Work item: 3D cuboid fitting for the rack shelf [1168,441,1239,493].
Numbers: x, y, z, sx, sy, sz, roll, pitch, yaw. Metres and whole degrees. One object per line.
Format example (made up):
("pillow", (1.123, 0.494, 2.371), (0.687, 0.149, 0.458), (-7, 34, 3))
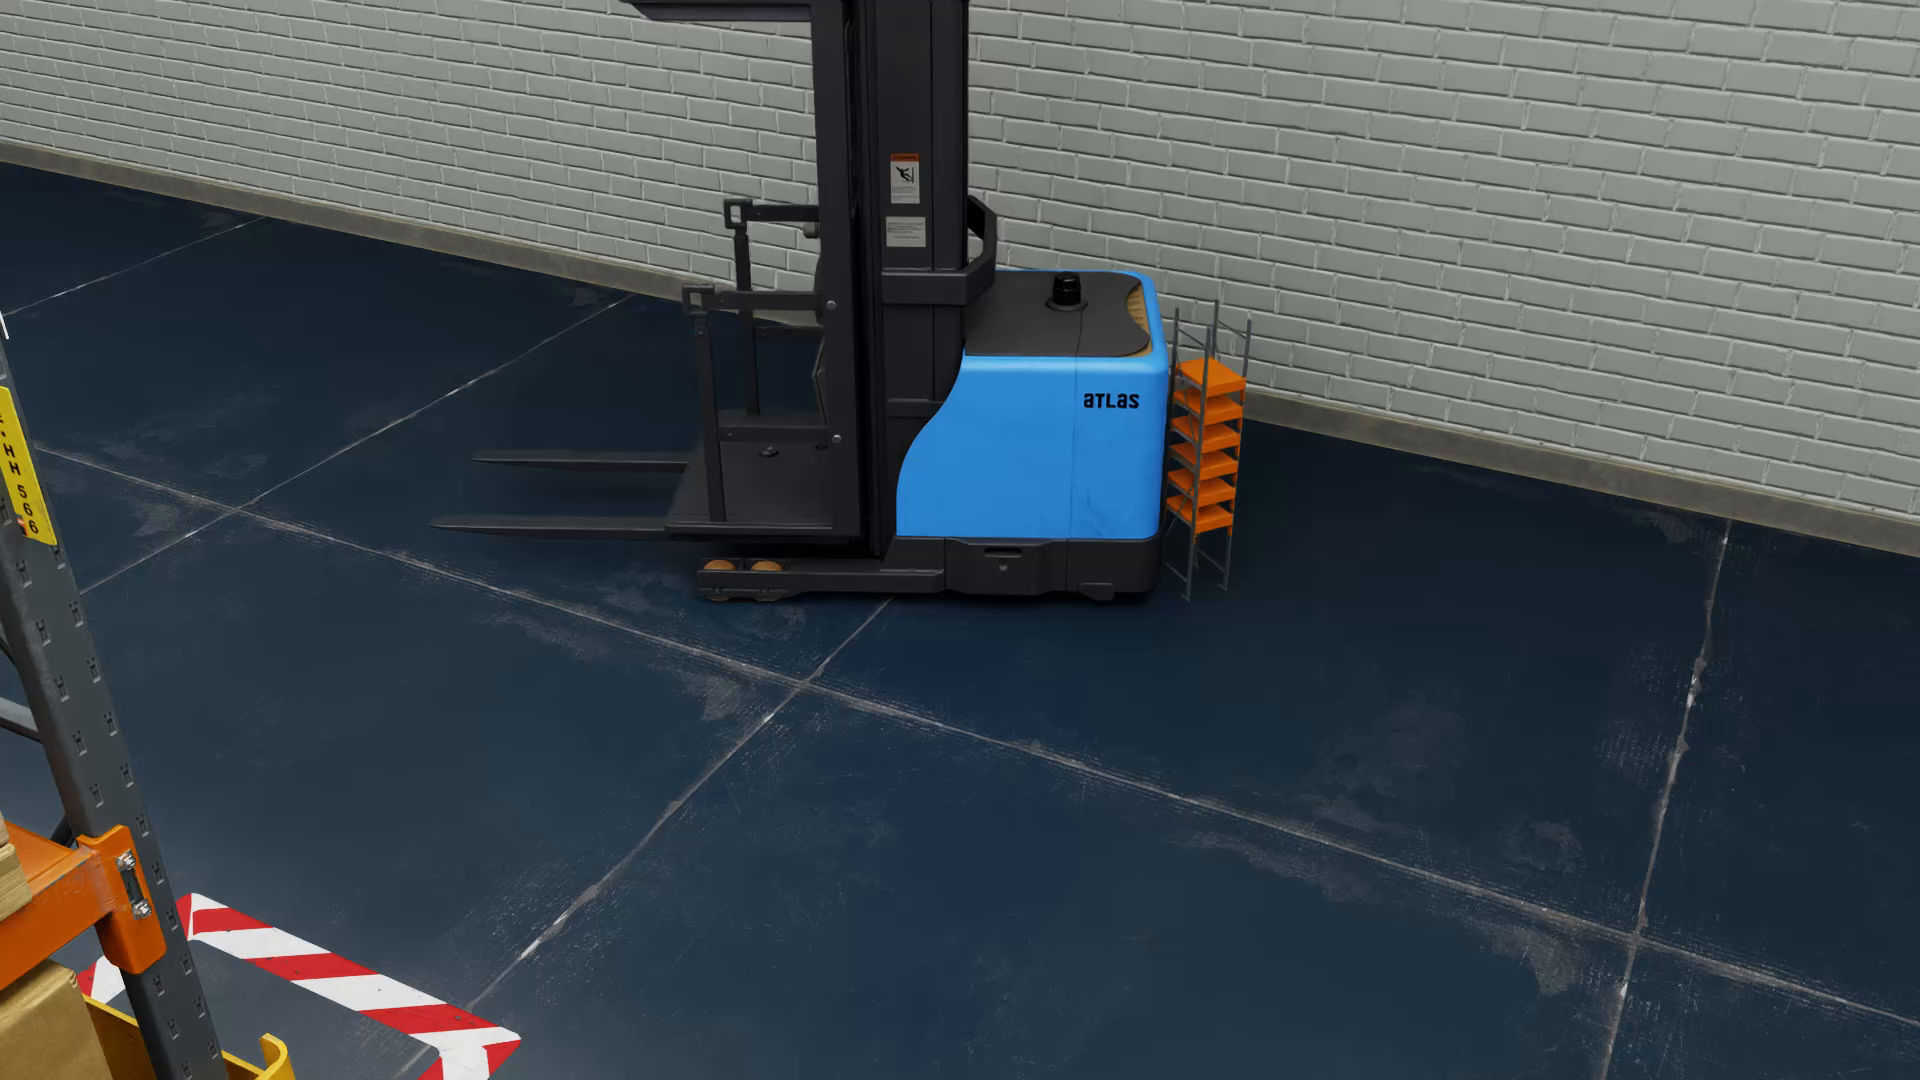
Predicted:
("rack shelf", (0.967, -0.305, 6.665), (0.180, 0.103, 0.258), (-14, 33, -22))

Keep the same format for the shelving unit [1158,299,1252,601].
("shelving unit", (0.967, -0.343, 6.643), (0.189, 1.200, 0.258), (-14, 33, -22))

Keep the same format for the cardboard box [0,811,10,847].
("cardboard box", (-2.214, 0.546, 3.140), (0.500, 0.250, 0.500), (14, 33, 23))

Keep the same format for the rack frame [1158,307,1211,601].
("rack frame", (0.885, -0.323, 6.608), (0.006, 1.200, 0.240), (-14, 33, -22))

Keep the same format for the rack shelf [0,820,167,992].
("rack shelf", (-3.140, 1.533, 2.291), (1.077, 0.370, 4.000), (14, 33, 23))

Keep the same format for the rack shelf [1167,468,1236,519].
("rack shelf", (0.967, -0.201, 6.725), (0.180, 0.103, 0.258), (-14, 33, -22))

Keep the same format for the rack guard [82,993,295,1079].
("rack guard", (-2.218, 1.408, 4.296), (1.175, 0.500, 0.348), (14, 33, 23))

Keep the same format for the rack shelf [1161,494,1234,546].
("rack shelf", (0.967, -0.097, 6.784), (0.180, 0.103, 0.258), (-14, 33, -22))

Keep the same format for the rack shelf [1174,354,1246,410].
("rack shelf", (0.967, -0.617, 6.486), (0.180, 0.103, 0.258), (-14, 33, -22))

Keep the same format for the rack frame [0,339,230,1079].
("rack frame", (-2.229, 0.335, 3.655), (1.000, 3.000, 0.127), (14, 33, 23))

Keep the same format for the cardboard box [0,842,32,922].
("cardboard box", (-2.098, 0.676, 3.313), (0.380, 0.149, 0.250), (15, 33, 24))

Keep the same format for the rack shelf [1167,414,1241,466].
("rack shelf", (0.967, -0.409, 6.605), (0.180, 0.103, 0.258), (-14, 33, -22))

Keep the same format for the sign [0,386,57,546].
("sign", (-1.753, -0.141, 3.083), (0.100, 0.325, 0.005), (14, 33, 23))

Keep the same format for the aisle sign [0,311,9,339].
("aisle sign", (-1.929, -0.757, 2.945), (0.394, 0.787, 0.004), (14, 33, 23))

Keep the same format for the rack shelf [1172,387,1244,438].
("rack shelf", (0.967, -0.513, 6.545), (0.180, 0.103, 0.258), (-14, 33, -22))

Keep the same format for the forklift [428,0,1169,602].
("forklift", (-0.689, -1.279, 6.534), (3.031, 2.935, 1.130), (1, 30, 2))

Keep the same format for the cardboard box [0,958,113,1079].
("cardboard box", (-2.450, 1.376, 3.554), (0.875, 0.875, 0.875), (14, 33, 23))

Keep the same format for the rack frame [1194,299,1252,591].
("rack frame", (1.049, -0.363, 6.678), (0.006, 1.200, 0.240), (-14, 33, -22))
